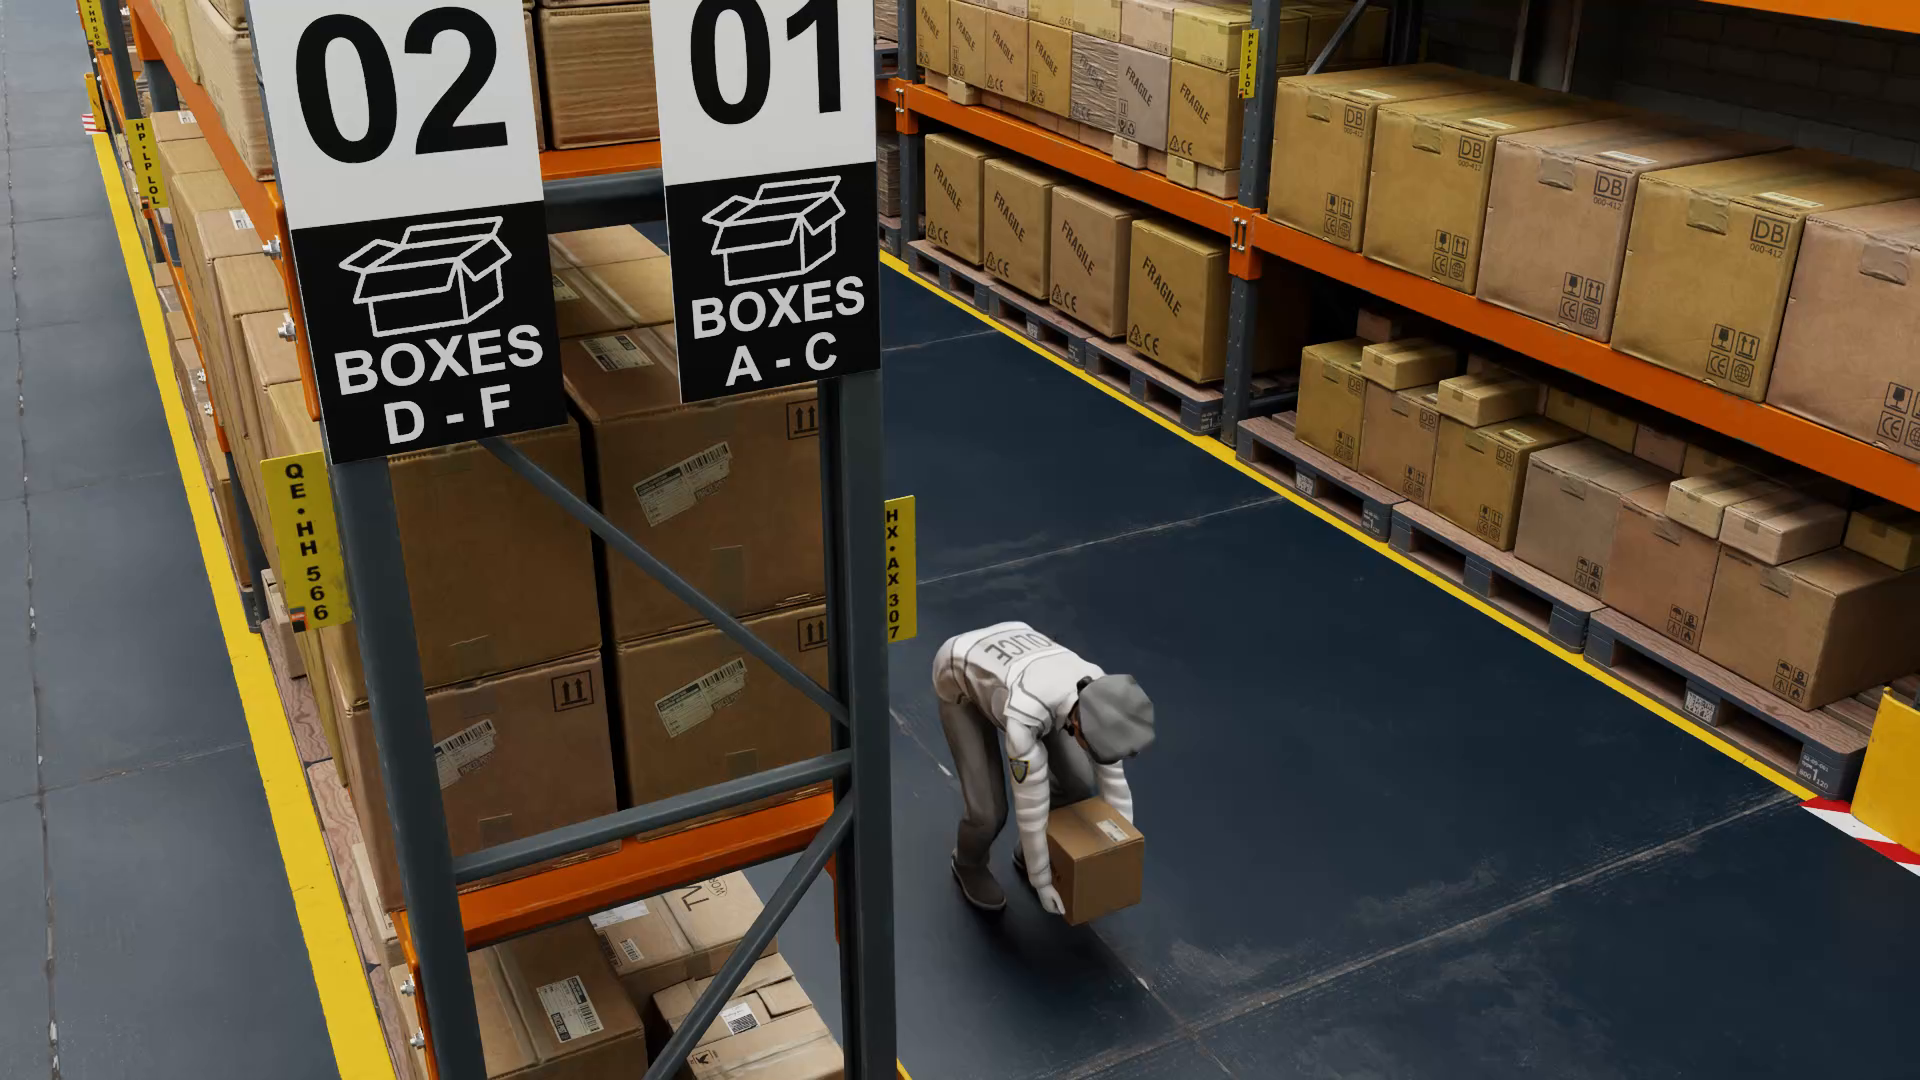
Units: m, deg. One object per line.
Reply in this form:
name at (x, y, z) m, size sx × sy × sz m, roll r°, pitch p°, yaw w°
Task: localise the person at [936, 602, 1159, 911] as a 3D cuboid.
person at (0.261, 0.698, 5.234) m, size 0.433 × 1.170 × 0.911 m, roll -14°, pitch 29°, yaw -27°
